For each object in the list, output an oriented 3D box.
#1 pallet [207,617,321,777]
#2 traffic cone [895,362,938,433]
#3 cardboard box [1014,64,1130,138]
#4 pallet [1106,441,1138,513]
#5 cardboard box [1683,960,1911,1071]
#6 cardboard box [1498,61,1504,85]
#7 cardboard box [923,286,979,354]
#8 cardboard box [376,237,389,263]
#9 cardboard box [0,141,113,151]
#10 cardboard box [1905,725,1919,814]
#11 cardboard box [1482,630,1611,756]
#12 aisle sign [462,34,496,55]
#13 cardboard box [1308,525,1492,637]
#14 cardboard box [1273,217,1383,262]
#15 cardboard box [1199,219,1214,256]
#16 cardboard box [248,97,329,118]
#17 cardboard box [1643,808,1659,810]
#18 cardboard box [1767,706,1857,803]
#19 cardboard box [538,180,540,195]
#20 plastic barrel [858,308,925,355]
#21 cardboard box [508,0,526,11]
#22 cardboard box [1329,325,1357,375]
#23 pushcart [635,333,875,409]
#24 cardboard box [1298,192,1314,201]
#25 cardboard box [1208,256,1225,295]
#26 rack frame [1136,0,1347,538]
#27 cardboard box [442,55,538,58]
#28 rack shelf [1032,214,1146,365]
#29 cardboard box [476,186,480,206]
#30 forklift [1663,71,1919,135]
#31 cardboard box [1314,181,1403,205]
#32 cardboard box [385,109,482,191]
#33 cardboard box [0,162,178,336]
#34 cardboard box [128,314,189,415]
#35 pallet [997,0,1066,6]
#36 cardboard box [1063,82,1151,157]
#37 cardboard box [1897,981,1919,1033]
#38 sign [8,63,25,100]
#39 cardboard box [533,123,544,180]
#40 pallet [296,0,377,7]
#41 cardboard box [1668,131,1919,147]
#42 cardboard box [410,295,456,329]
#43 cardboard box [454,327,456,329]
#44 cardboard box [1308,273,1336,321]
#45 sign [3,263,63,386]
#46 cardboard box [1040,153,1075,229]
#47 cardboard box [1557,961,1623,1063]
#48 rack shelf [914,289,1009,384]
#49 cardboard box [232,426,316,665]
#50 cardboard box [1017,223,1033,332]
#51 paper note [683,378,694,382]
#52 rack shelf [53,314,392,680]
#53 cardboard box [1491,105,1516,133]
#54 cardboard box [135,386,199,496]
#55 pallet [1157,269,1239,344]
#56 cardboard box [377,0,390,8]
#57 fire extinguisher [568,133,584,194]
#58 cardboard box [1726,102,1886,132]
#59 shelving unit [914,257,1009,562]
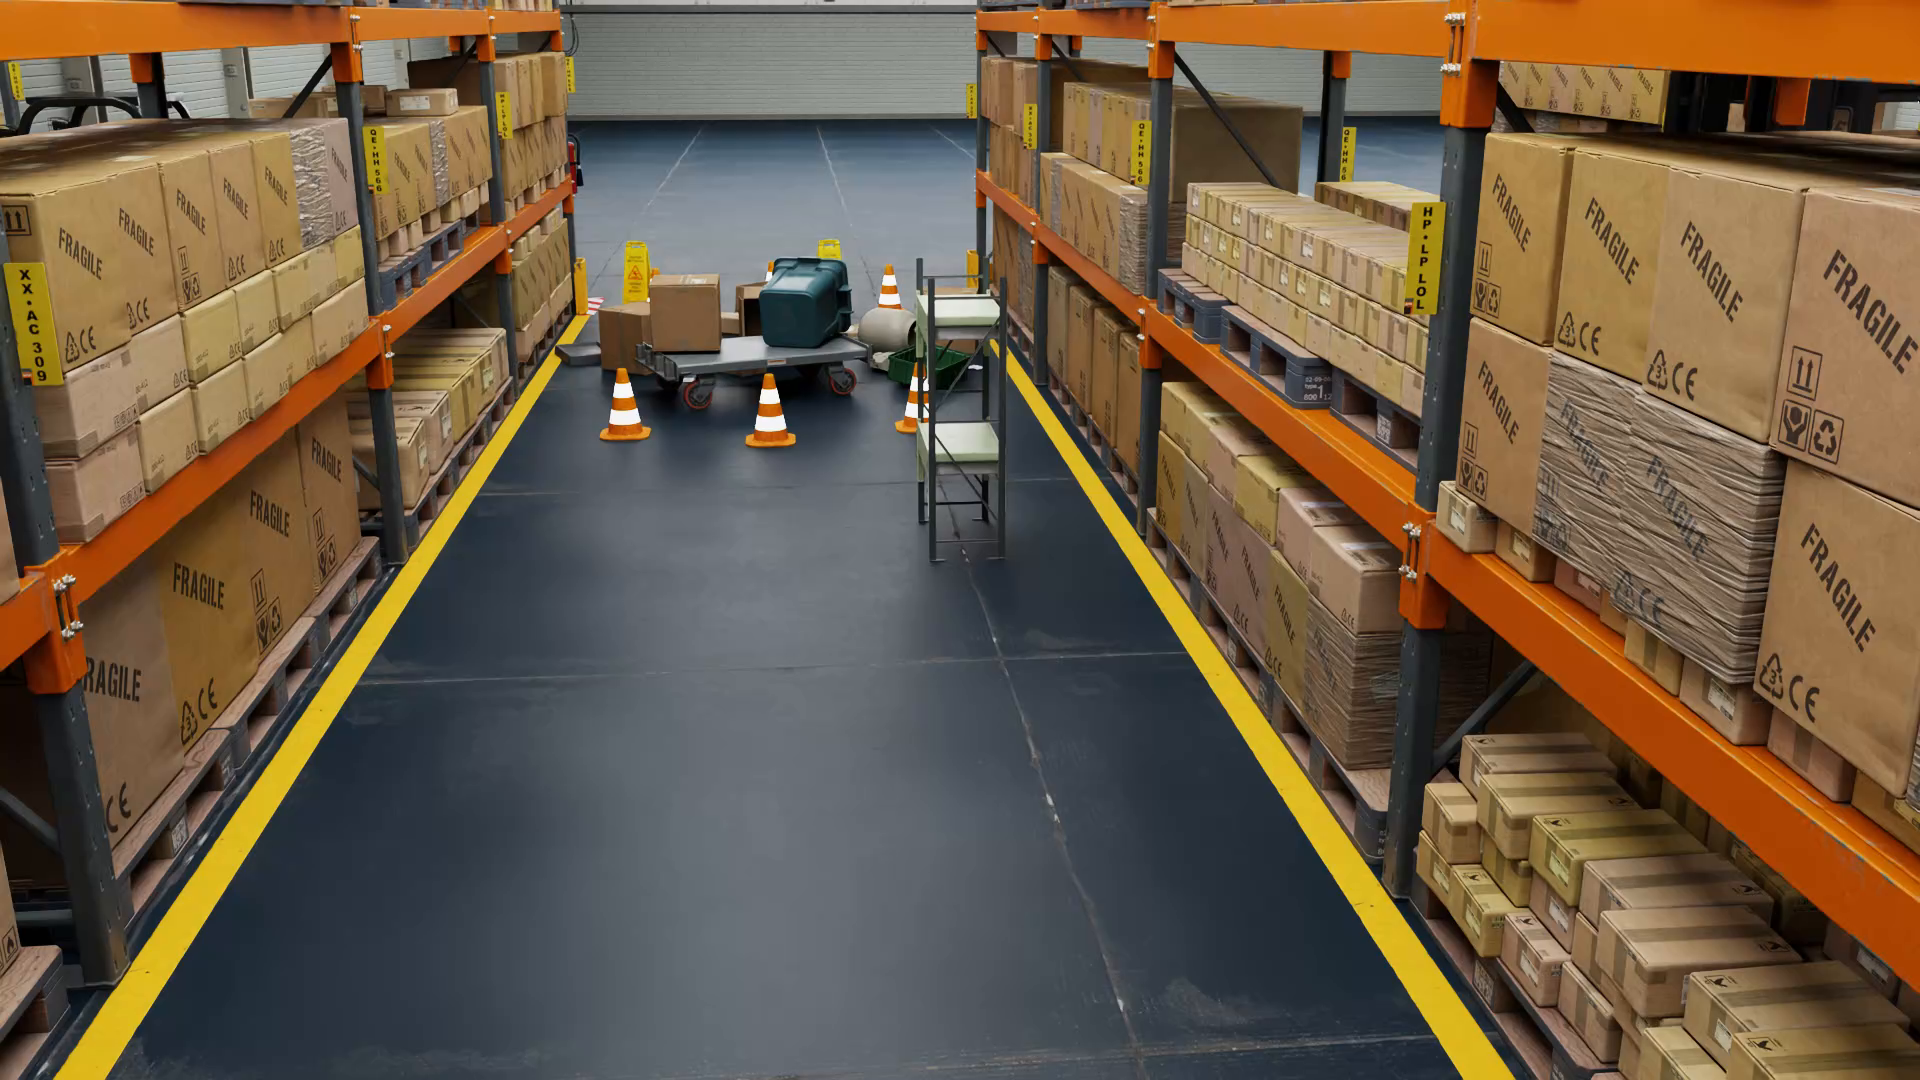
[{"bbox_3d":[-3.292,0.636,6.798,1.003,0.211,1.213,-2,18,-6],"label":"pallet"},{"bbox_3d":[-0.284,-1.012,11.629,0.336,0.463,0.334,-2,18,-6],"label":"traffic cone"},{"bbox_3d":[0.904,-3.527,13.350,0.875,0.550,0.550,-2,18,-6],"label":"cardboard box"},{"bbox_3d":[1.486,-0.384,10.047,1.003,0.211,1.213,-2,18,-6],"label":"pallet"},{"bbox_3d":[1.884,1.091,3.758,0.380,0.149,0.250,-3,18,-8],"label":"cardboard box"},{"bbox_3d":[5.397,-4.478,16.100,0.500,0.500,0.500,-2,18,-6],"label":"cardboard box"},{"bbox_3d":[-0.101,-1.908,14.416,0.500,0.500,0.500,1,17,4],"label":"cardboard box"},{"bbox_3d":[-3.265,-1.562,8.864,0.380,0.149,0.250,-3,18,-9],"label":"cardboard box"},{"bbox_3d":[-3.466,-1.212,6.193,0.500,0.500,0.500,-1,17,-5],"label":"cardboard box"},{"bbox_3d":[1.905,0.287,2.593,0.500,0.500,0.500,-2,18,-5],"label":"cardboard box"},{"bbox_3d":[2.093,0.479,6.117,0.500,0.500,0.500,-1,17,-3],"label":"cardboard box"},{"bbox_3d":[-4.561,-4.927,15.522,0.394,0.787,0.004,-2,18,-6],"label":"aisle sign"},{"bbox_3d":[1.577,0.135,5.959,0.500,0.250,0.500,-2,18,-7],"label":"cardboard box"},{"bbox_3d":[1.507,-1.232,6.818,0.380,0.149,0.250,-2,18,-6],"label":"cardboard box"},{"bbox_3d":[1.373,-1.468,8.068,0.380,0.149,0.250,-1,17,-3],"label":"cardboard box"},{"bbox_3d":[-3.870,-2.472,9.596,0.380,0.149,0.250,-3,18,-8],"label":"cardboard box"},{"bbox_3d":[2.254,0.817,5.130,0.380,0.149,0.250,-1,17,-5],"label":"cardboard box"},{"bbox_3d":[1.867,0.398,3.320,0.380,0.149,0.250,-1,17,-4],"label":"cardboard box"},{"bbox_3d":[-3.723,-2.925,13.906,0.380,0.149,0.250,-2,18,-6],"label":"cardboard box"},{"bbox_3d":[-0.563,-1.730,13.981,0.512,0.421,0.421,11,21,32],"label":"plastic barrel"},{"bbox_3d":[-3.667,-4.284,13.227,0.380,0.149,0.250,-2,18,-7],"label":"cardboard box"},{"bbox_3d":[1.590,-0.704,6.131,0.380,0.149,0.250,-3,18,-8],"label":"cardboard box"},{"bbox_3d":[-1.571,-1.320,12.751,1.648,0.377,0.936,-8,19,-25],"label":"pushcart"},{"bbox_3d":[1.715,-1.667,9.312,0.500,0.500,0.500,-2,17,-5],"label":"cardboard box"},{"bbox_3d":[1.394,-1.258,7.893,0.380,0.149,0.250,-1,17,-3],"label":"cardboard box"},{"bbox_3d":[1.492,-1.477,8.874,1.000,3.000,0.127,-2,18,-6],"label":"rack frame"},{"bbox_3d":[-3.863,-3.746,13.768,0.700,0.500,0.500,-2,18,-6],"label":"cardboard box"},{"bbox_3d":[1.286,-1.730,10.880,1.077,0.370,4.000,-2,18,-6],"label":"rack shelf"},{"bbox_3d":[-3.496,-2.342,11.348,0.380,0.149,0.250,-2,18,-7],"label":"cardboard box"},{"bbox_3d":[4.841,-1.685,9.652,3.031,2.935,1.130,-8,19,-23],"label":"forklift"},{"bbox_3d":[1.999,-1.709,8.339,0.380,0.149,0.250,-2,18,-8],"label":"cardboard box"},{"bbox_3d":[-3.505,-2.597,11.078,0.500,0.500,0.500,-2,18,-5],"label":"cardboard box"},{"bbox_3d":[-2.848,-0.918,5.256,0.500,0.500,0.500,-2,18,-6],"label":"cardboard box"},{"bbox_3d":[-2.855,-0.563,5.380,0.500,0.250,0.500,-2,17,-5],"label":"cardboard box"},{"bbox_3d":[0.883,-4.664,14.166,1.003,0.211,1.213,-2,18,-6],"label":"pallet"},{"bbox_3d":[1.137,-3.046,12.035,0.700,0.500,0.500,-2,18,-7],"label":"cardboard box"},{"bbox_3d":[2.408,1.075,3.810,0.380,0.149,0.250,-2,18,-8],"label":"cardboard box"},{"bbox_3d":[-8.642,-4.201,15.222,0.100,0.325,0.005,-2,18,-6],"label":"sign"},{"bbox_3d":[-3.787,-3.264,13.902,0.500,0.500,0.500,-2,17,-5],"label":"cardboard box"},{"bbox_3d":[-3.302,-2.445,7.264,1.213,0.211,1.003,-1,17,-3],"label":"pallet"},{"bbox_3d":[2.222,-0.820,4.449,0.500,0.500,0.500,-2,18,-8],"label":"cardboard box"},{"bbox_3d":[-4.161,-1.900,12.859,0.500,0.500,0.500,-2,18,-6],"label":"cardboard box"},{"bbox_3d":[-4.162,-1.542,12.970,0.500,0.250,0.500,-1,17,-3],"label":"cardboard box"},{"bbox_3d":[1.558,-0.931,6.358,0.380,0.149,0.250,-3,18,-8],"label":"cardboard box"},{"bbox_3d":[-2.456,-0.571,4.409,0.100,0.325,0.005,-2,18,-6],"label":"sign"},{"bbox_3d":[0.866,-2.551,12.129,0.500,0.500,0.500,-2,17,-5],"label":"cardboard box"},{"bbox_3d":[1.804,1.219,4.346,0.380,0.149,0.250,-2,18,-7],"label":"cardboard box"},{"bbox_3d":[-0.001,-1.090,8.842,0.431,0.370,0.720,-2,18,-6],"label":"rack shelf"},{"bbox_3d":[-3.344,-0.006,7.036,0.875,0.875,0.875,-2,17,-5],"label":"cardboard box"},{"bbox_3d":[0.988,-2.313,14.384,0.875,0.875,0.875,-2,18,-5],"label":"cardboard box"},{"bbox_3d":[-2.191,-1.280,13.202,0.148,0.019,0.142,-2,18,-6],"label":"paper note"},{"bbox_3d":[-3.215,-0.355,6.501,1.077,0.370,4.000,-2,18,-6],"label":"rack shelf"},{"bbox_3d":[5.641,-4.009,16.274,0.875,0.500,0.500,-2,18,-6],"label":"cardboard box"},{"bbox_3d":[-2.846,-0.324,5.452,0.500,0.250,0.500,-2,18,-7],"label":"cardboard box"},{"bbox_3d":[1.672,-1.176,8.237,1.213,0.211,1.003,-2,18,-6],"label":"pallet"},{"bbox_3d":[-3.607,-3.228,9.271,0.797,0.503,0.637,-2,18,-6],"label":"cardboard box"},{"bbox_3d":[-3.799,-3.689,16.048,0.296,0.674,0.183,-2,18,-6],"label":"fire extinguisher"},{"bbox_3d":[5.966,-3.037,12.142,1.000,1.000,1.000,-2,18,-5],"label":"cardboard box"},{"bbox_3d":[-0.001,-0.718,8.959,0.431,1.500,0.755,-2,18,-6],"label":"shelving unit"}]
